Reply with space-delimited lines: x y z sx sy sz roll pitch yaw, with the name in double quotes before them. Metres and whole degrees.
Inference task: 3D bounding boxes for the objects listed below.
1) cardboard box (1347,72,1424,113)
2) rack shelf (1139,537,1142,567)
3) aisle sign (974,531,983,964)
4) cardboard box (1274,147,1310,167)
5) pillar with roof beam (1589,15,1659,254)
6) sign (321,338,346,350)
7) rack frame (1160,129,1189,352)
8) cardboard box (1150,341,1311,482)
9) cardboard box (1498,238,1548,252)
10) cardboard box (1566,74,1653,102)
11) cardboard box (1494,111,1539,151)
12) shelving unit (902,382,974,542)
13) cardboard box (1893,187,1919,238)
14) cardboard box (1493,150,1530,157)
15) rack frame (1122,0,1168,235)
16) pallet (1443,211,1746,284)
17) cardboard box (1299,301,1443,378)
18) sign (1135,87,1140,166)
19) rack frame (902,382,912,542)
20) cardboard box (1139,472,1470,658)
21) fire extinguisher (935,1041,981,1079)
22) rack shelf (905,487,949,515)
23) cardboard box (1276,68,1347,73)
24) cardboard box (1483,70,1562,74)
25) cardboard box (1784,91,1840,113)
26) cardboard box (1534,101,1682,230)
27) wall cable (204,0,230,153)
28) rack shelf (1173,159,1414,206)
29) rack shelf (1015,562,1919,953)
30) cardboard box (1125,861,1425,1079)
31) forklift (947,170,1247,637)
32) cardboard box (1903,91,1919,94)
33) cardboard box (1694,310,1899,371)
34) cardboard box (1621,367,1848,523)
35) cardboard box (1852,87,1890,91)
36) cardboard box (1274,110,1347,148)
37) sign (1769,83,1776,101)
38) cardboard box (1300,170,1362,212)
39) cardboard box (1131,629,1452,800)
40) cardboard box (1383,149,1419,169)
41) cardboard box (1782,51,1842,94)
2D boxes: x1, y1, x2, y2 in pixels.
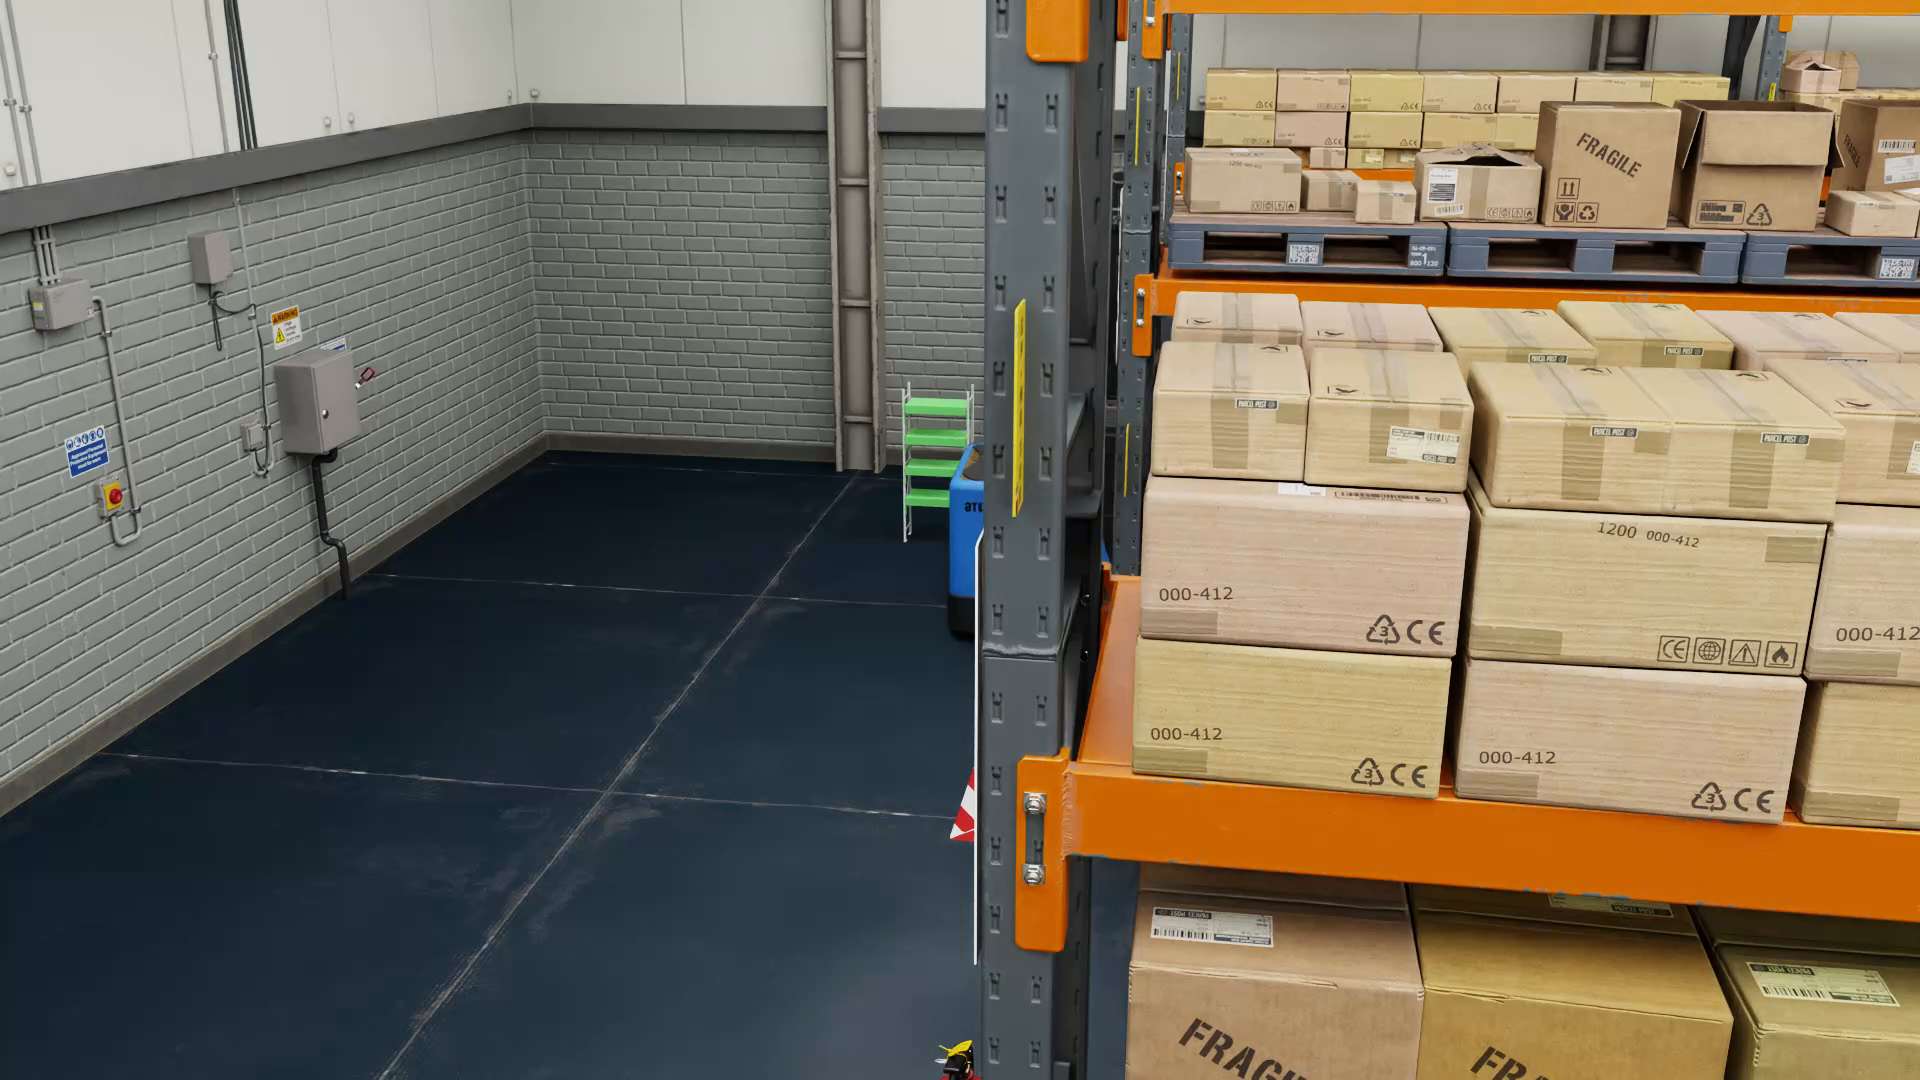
"cardboard box" 3.043 -3.224 11.963 0.500 0.250 0.500 3 19 8
"rack shelf" 2.838 0.349 8.166 4.000 0.370 1.077 3 19 9
"aisle sign" 0.058 0.321 3.020 0.004 0.787 0.394 3 19 9
"cardboard box" 2.438 -2.839 12.229 0.250 0.149 0.380 3 19 9
"pillar with roof beam" 4.369 -3.260 8.365 0.400 9.000 9.100 3 19 9
"sign" -4.357 -1.140 11.632 0.001 0.494 0.329 3 19 9
"rack frame" 1.647 -1.648 13.001 0.127 3.000 1.000 3 19 9
"cardboard box" 0.462 -0.227 2.846 0.250 0.149 0.380 3 19 8
"cardboard box" 4.168 -2.030 12.730 0.500 0.500 0.500 2 19 7
"cardboard box" 4.557 -3.149 11.739 0.500 0.250 0.500 3 19 8
"cardboard box" 4.061 -2.937 11.894 0.500 0.250 0.500 3 19 10
"shelving unit" -0.163 -0.577 12.638 0.503 1.200 0.258 3 19 9
"cardboard box" 4.131 -1.428 7.010 0.258 0.266 0.396 4 19 10
"cardboard box" 3.939 -2.752 11.970 0.250 0.149 0.380 3 19 9
"rack frame" 0.863 -2.938 7.401 0.127 3.000 1.000 3 19 9
"pallet" 2.806 -1.378 7.608 1.213 0.211 1.003 3 19 9
"cardboard box" 0.784 -0.353 3.224 0.250 0.149 0.380 3 19 9
"sign" 0.769 -1.794 7.207 0.005 0.325 0.100 3 19 9
"rack frame" -0.404 -0.590 12.674 0.015 1.200 0.240 3 19 9
"cardboard box" 0.580 -0.021 2.860 0.500 0.250 0.500 3 19 10
"fire extinguisher" 0.002 1.520 4.244 0.183 0.674 0.296 3 19 9
"rack shelf" -0.163 -0.289 12.734 0.480 0.148 0.258 3 19 9
"cardboard box" 2.644 -3.416 12.538 0.500 0.250 0.500 2 19 7
"cardboard box" 4.137 -3.337 12.301 0.500 0.250 0.500 3 19 8
"cardboard box" 5.822 -2.985 11.378 0.250 0.149 0.380 3 19 10
"cardboard box" 2.830 -1.661 7.334 0.500 0.500 0.500 3 19 10
"wall cable" -4.676 -3.371 8.696 0.029 3.000 2.355 3 19 9
"rack shelf" 3.622 -2.628 12.338 4.000 0.370 1.077 3 19 9
"rack shelf" 2.153 0.483 3.040 4.000 0.370 1.077 3 19 9
"cardboard box" 0.579 0.906 3.165 0.500 0.500 0.500 3 19 8
"forklift" 1.474 -0.836 10.682 3.031 2.935 1.130 2 19 7
"cardboard box" 6.598 -2.963 11.312 0.250 0.149 0.380 3 19 8
"cardboard box" 1.553 -0.323 3.133 0.250 0.149 0.380 2 19 7
"cardboard box" 1.207 -0.159 2.644 0.250 0.149 0.380 3 19 9
"cardboard box" 6.417 -3.143 11.850 0.250 0.149 0.380 3 19 8
"cardboard box" 2.547 -3.013 12.121 0.500 0.250 0.500 3 19 10
"sign" 5.518 -2.944 11.332 0.005 0.325 0.100 3 19 9
"cardboard box" 1.749 -1.652 7.862 0.250 0.149 0.380 1 19 4
"cardboard box" 0.581 0.215 2.943 0.500 0.250 0.500 4 19 11
"cardboard box" 3.182 -2.790 12.084 0.250 0.149 0.380 3 19 8
"cardboard box" 5.838 -3.209 11.395 0.258 0.266 0.396 3 19 8
